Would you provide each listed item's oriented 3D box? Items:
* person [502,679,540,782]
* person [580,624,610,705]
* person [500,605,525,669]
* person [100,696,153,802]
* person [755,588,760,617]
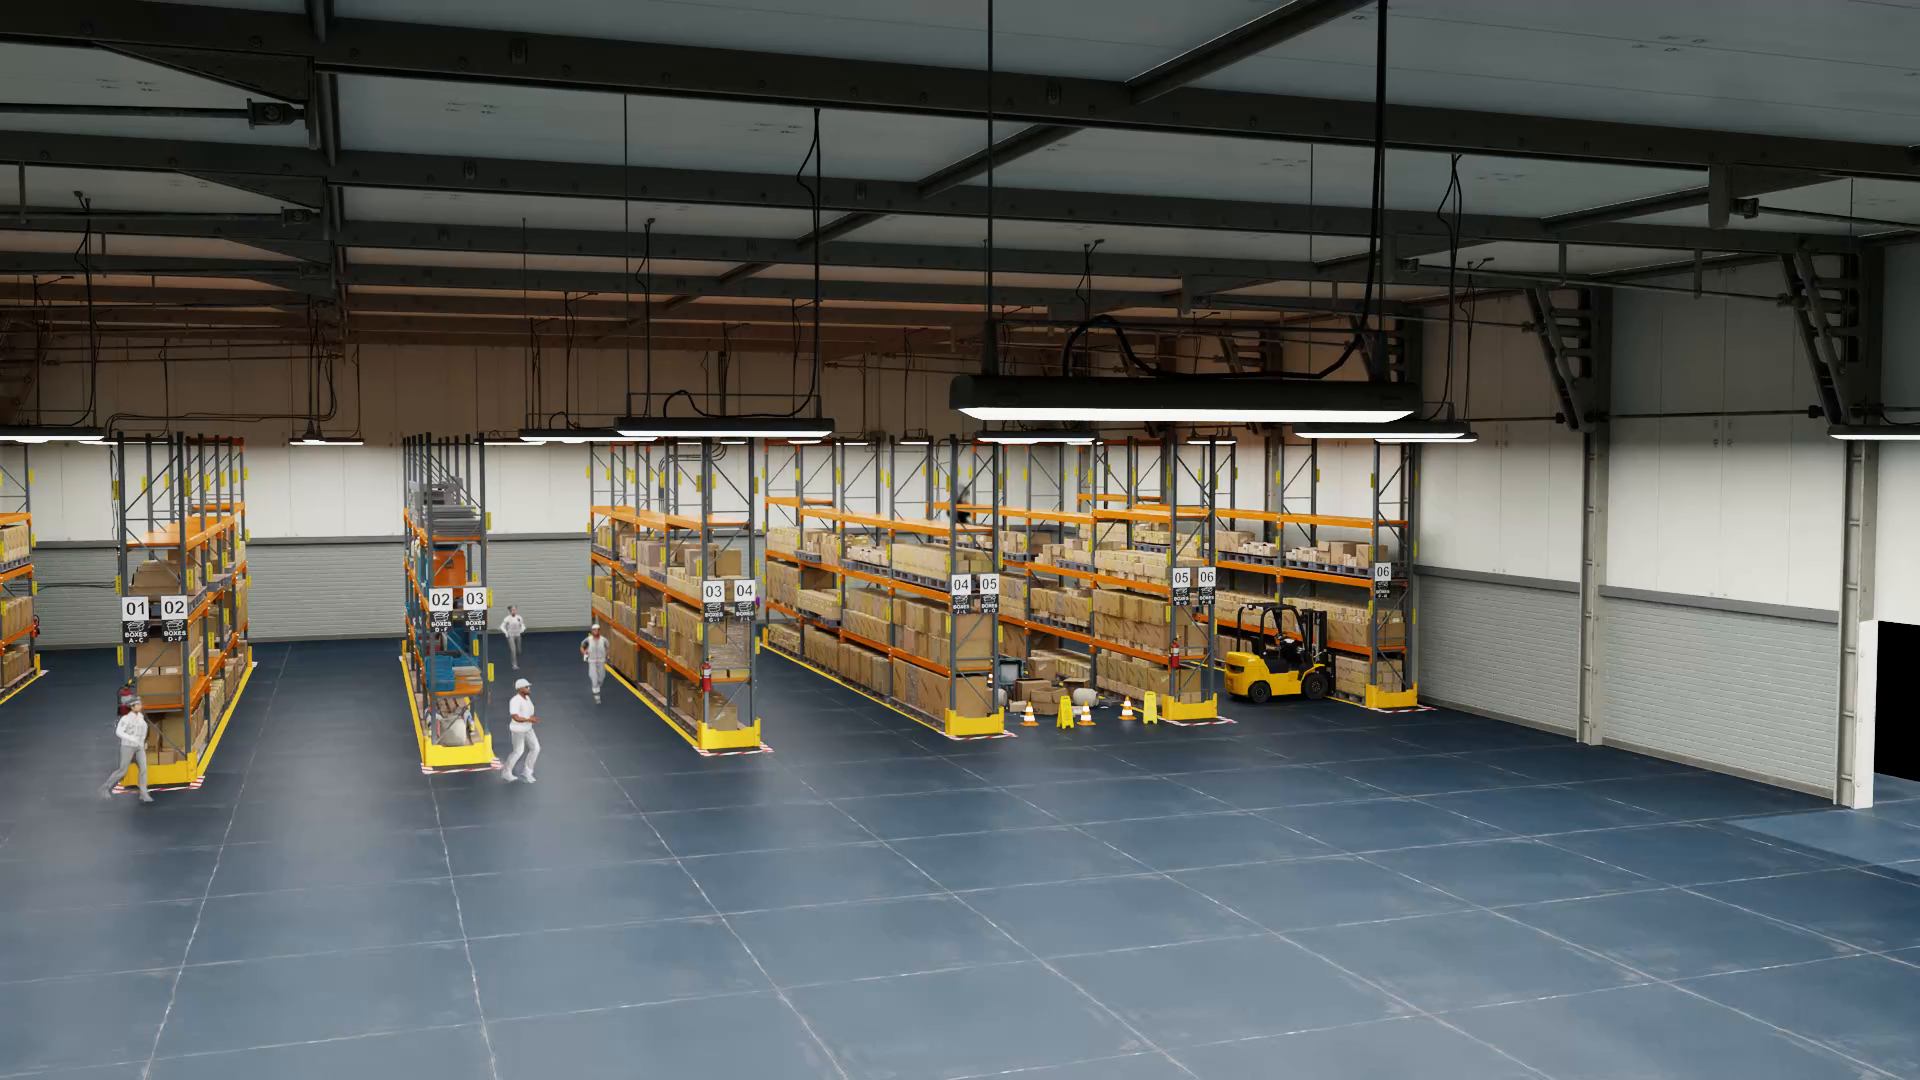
[{"bbox_3d":[-7.468,3.284,28.429,0.736,1.831,0.722,1,3,12],"label":"person"},{"bbox_3d":[-8.188,2.776,37.394,0.655,1.778,0.866,-1,3,-19],"label":"person"},{"bbox_3d":[-11.588,2.503,43.137,0.621,1.654,0.689,-2,4,-31],"label":"person"},{"bbox_3d":[-13.394,3.381,26.979,0.915,1.672,0.679,1,3,16],"label":"person"},{"bbox_3d":[-6.226,2.153,49.271,0.544,1.667,0.782,-3,4,-42],"label":"person"}]
